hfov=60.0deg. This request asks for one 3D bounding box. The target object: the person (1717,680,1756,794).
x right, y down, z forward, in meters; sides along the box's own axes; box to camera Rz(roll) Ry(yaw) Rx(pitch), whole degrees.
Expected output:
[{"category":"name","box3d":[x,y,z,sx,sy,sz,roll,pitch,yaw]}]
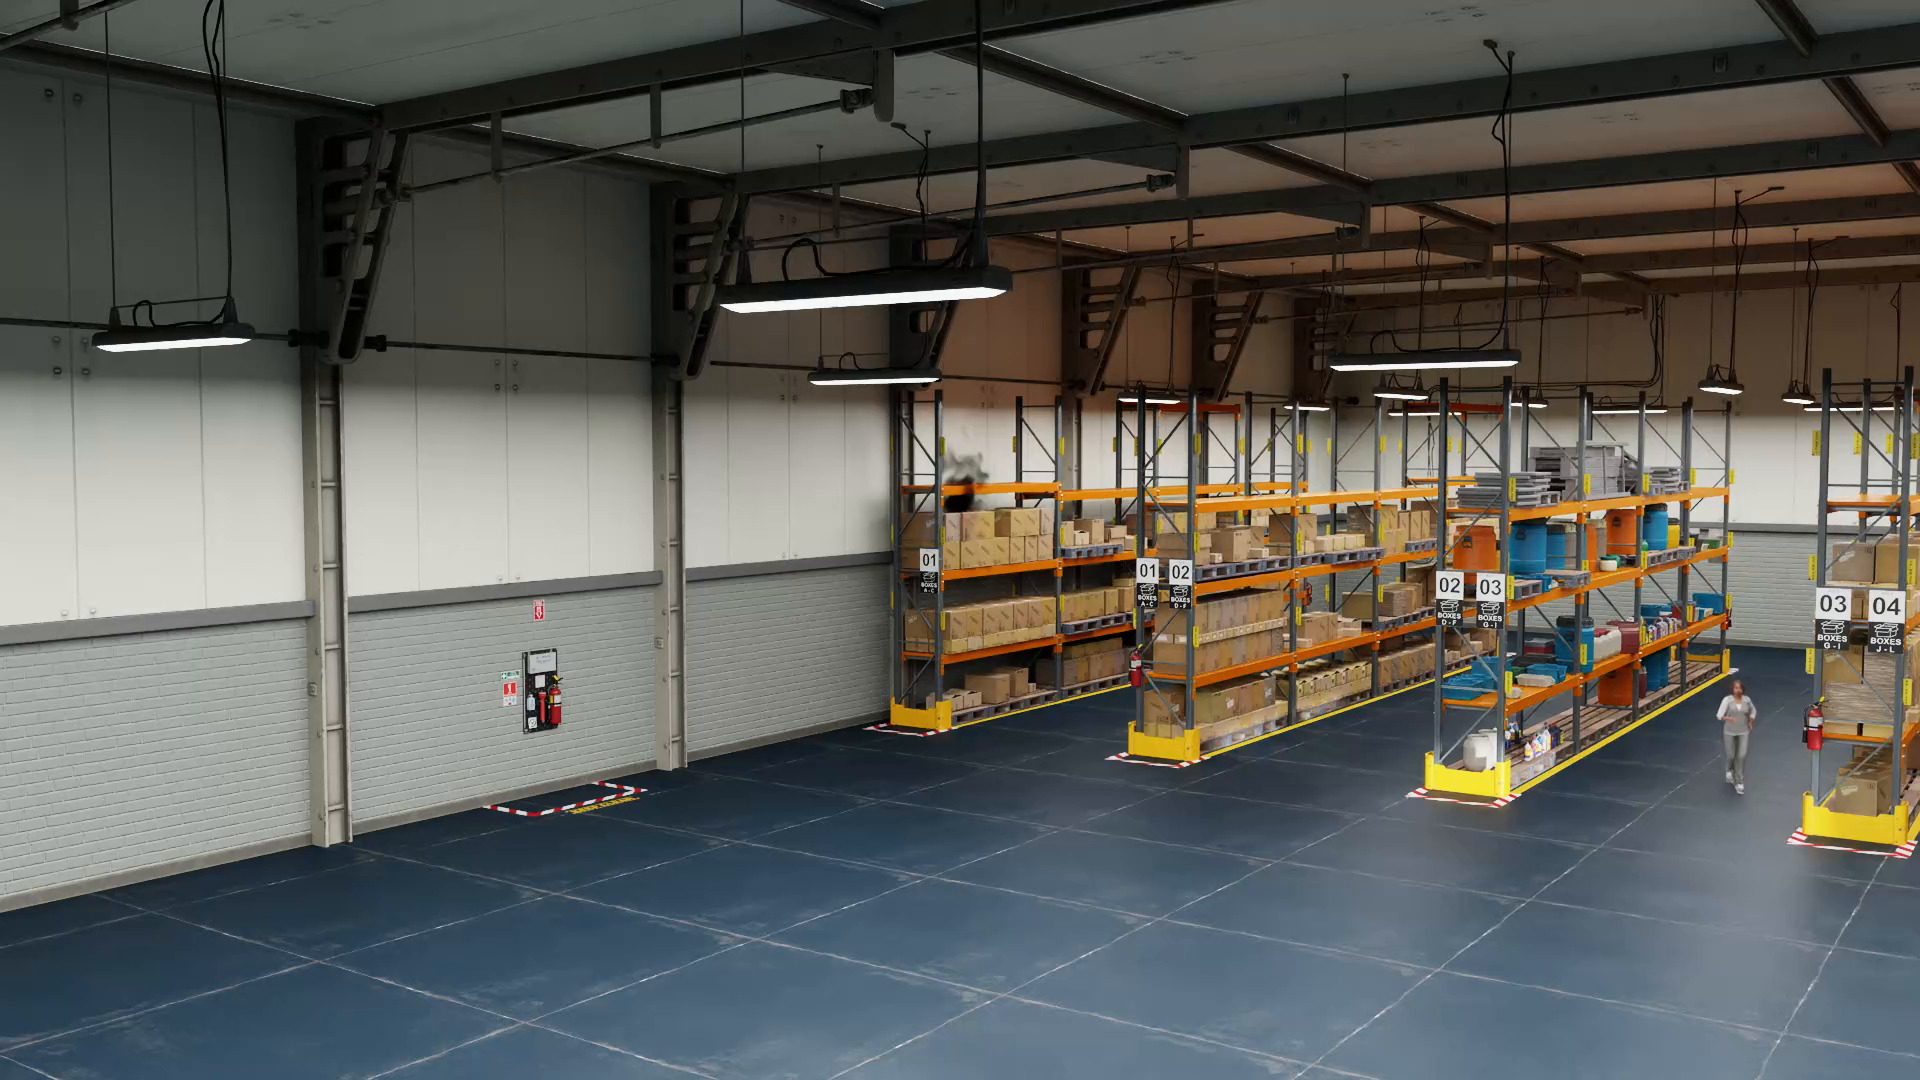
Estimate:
[{"category":"person","box3d":[11.242,2.820,24.065,0.545,1.574,0.873,1,3,18]}]
